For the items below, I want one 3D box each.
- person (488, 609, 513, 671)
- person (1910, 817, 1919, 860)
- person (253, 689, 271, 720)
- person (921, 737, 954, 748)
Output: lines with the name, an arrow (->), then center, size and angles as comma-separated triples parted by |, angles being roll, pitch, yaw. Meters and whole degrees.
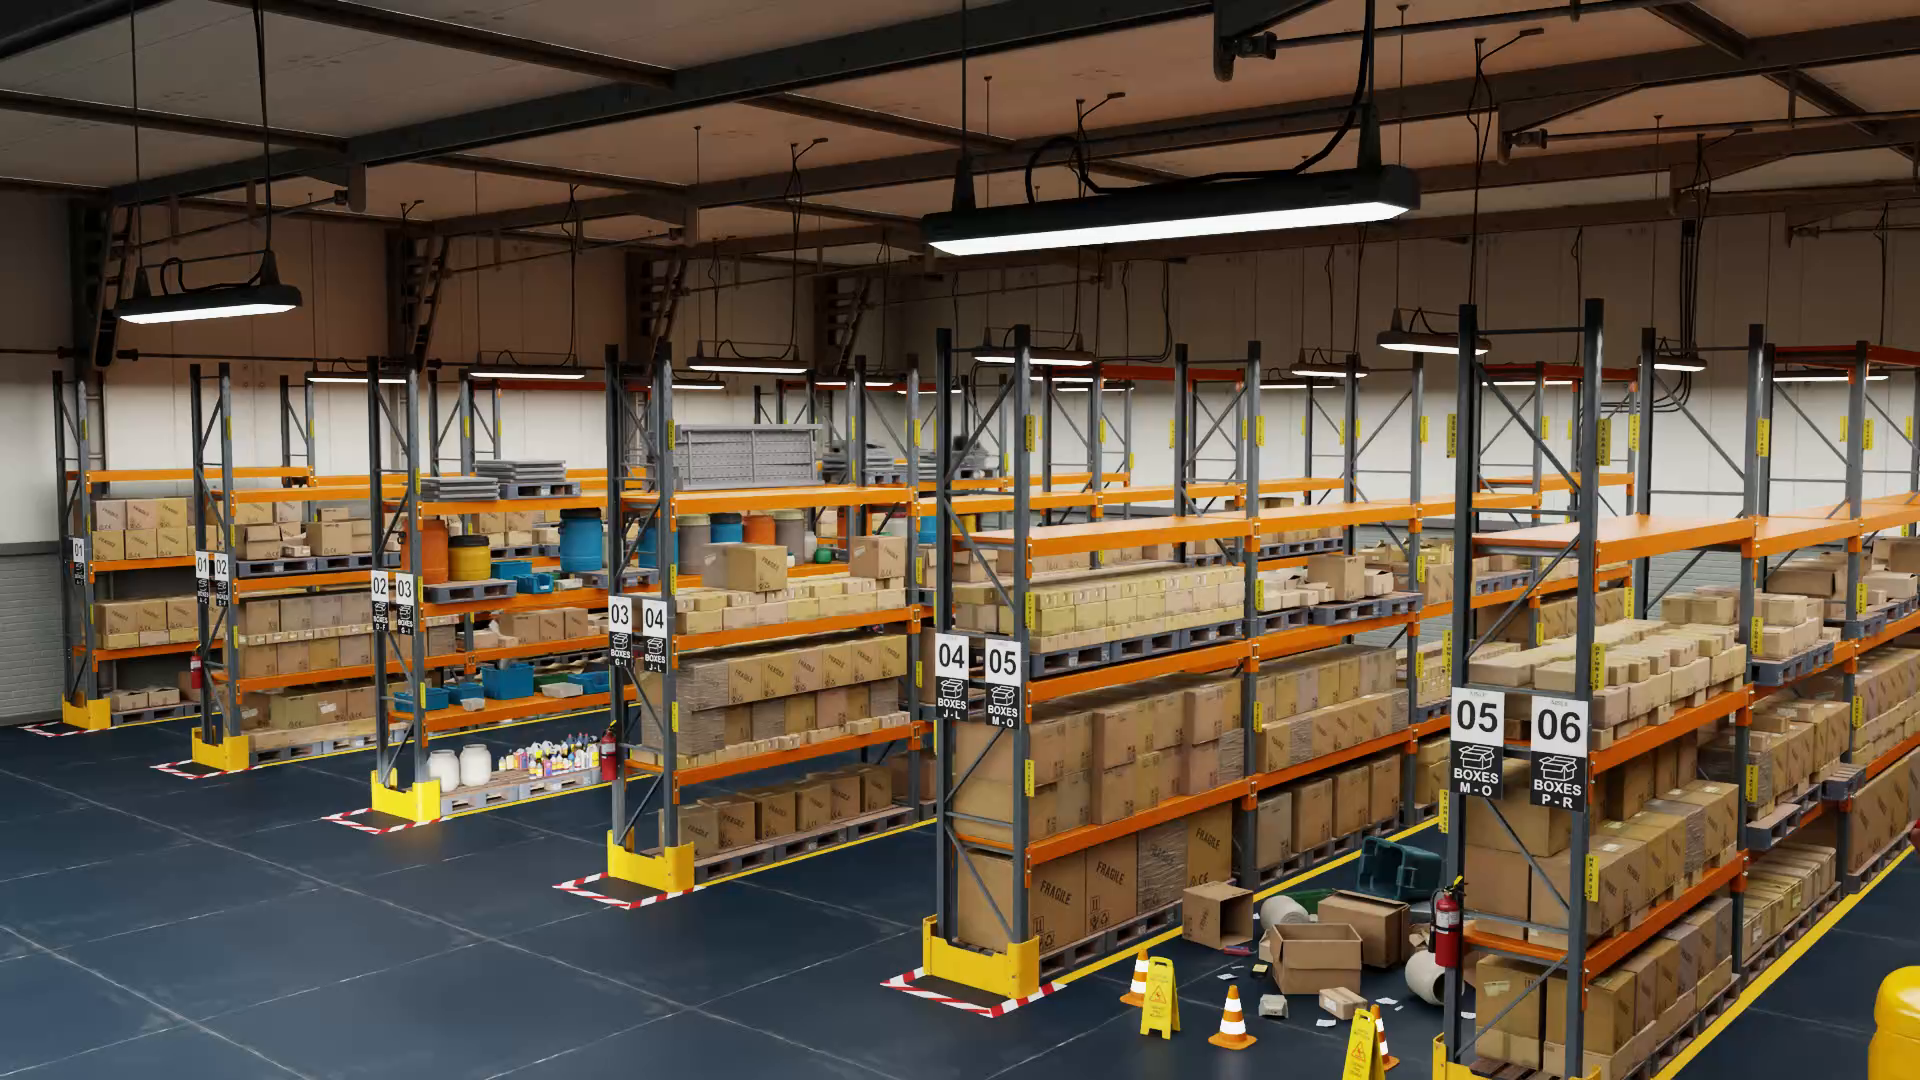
person -> -8.624, 2.077, 31.571 | 0.601, 1.640, 0.925 | 2, 5, 25
person -> 9.477, 3.156, 15.895 | 0.662, 1.695, 0.926 | 3, 5, 38
person -> -11.579, 2.341, 27.334 | 0.715, 1.731, 0.978 | 1, 4, 16
person -> -0.438, 2.550, 24.813 | 1.066, 1.598, 0.713 | -3, 5, -38
